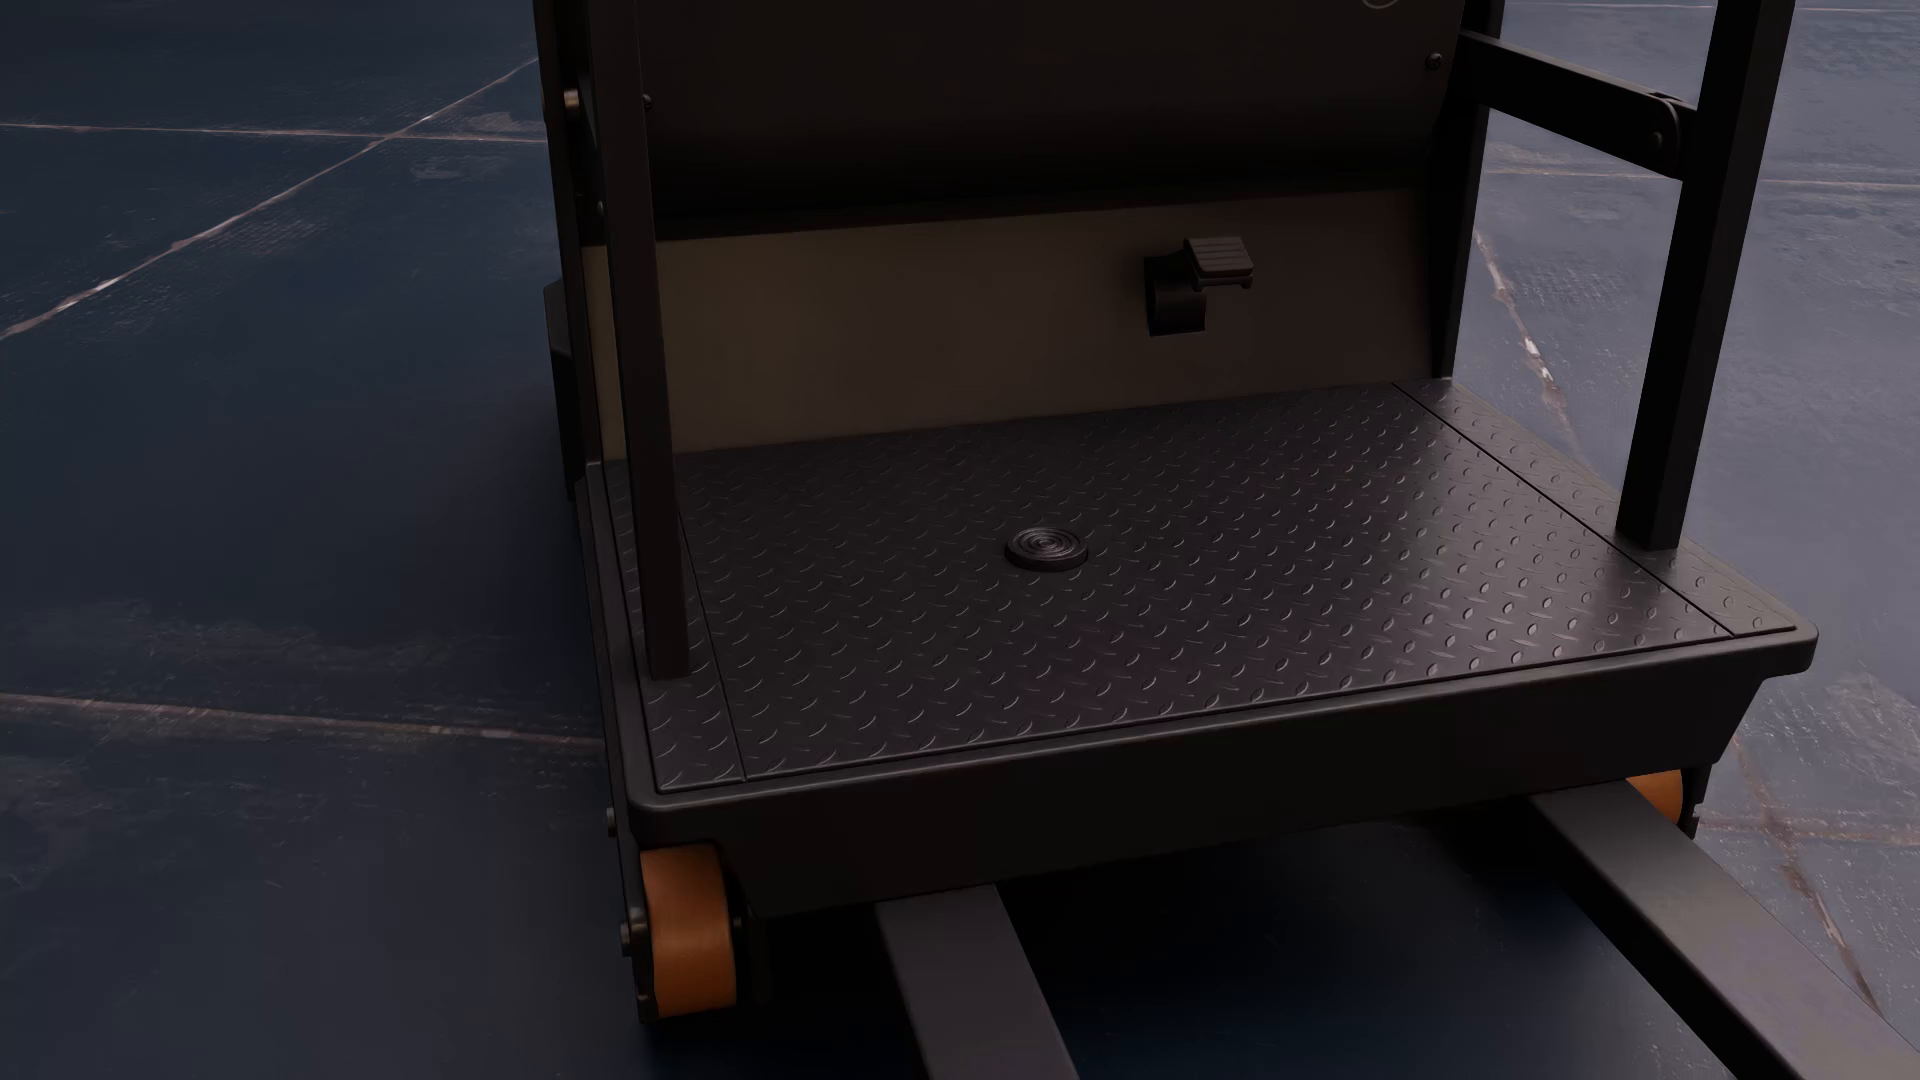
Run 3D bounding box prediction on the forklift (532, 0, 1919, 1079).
[{"bbox_3d":[0.153,-1.049,1.319,1.130,2.935,3.031,-7,27,-13],"label":"forklift"}]
